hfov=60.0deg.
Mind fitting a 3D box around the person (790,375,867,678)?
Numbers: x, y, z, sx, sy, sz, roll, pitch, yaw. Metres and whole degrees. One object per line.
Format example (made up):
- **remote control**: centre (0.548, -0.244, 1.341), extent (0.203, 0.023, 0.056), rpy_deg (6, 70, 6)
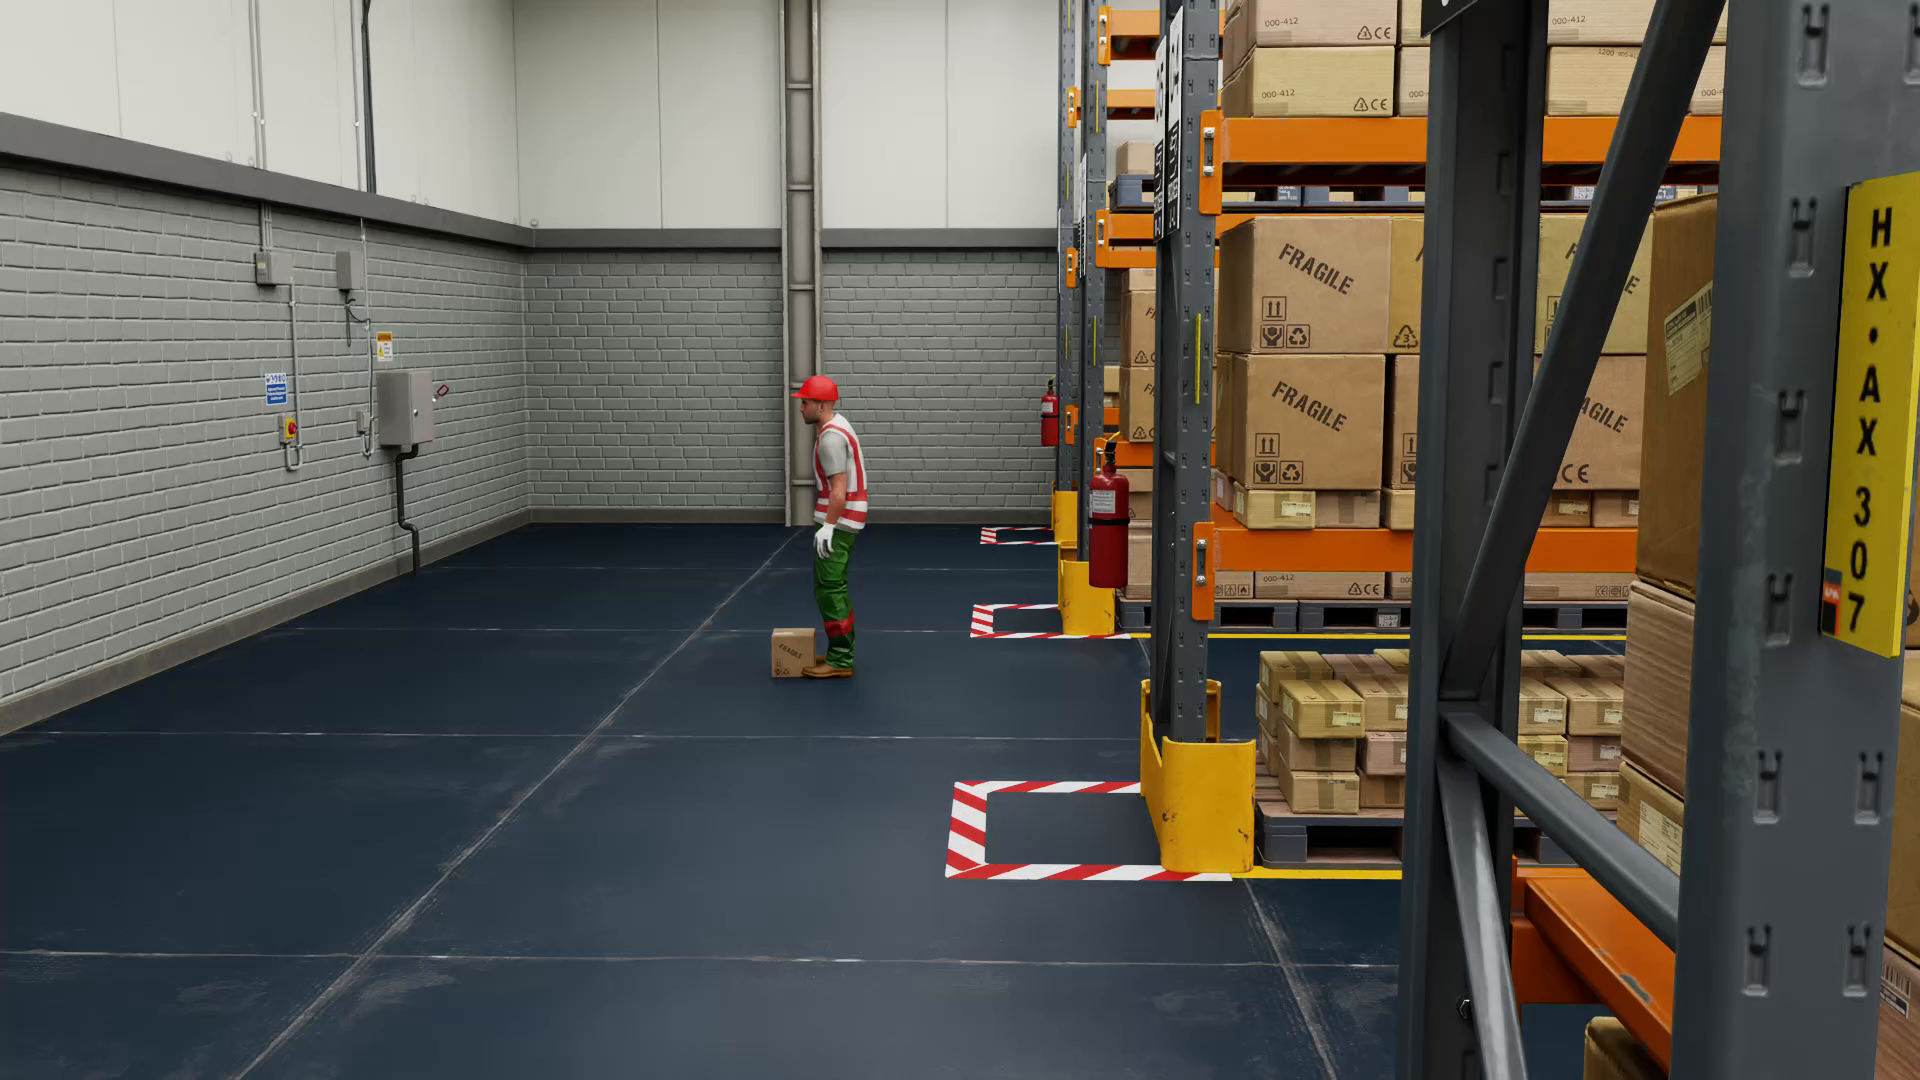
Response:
- **person**: centre (-0.771, -0.081, 9.852), extent (0.445, 1.778, 0.622), rpy_deg (0, 7, -2)
